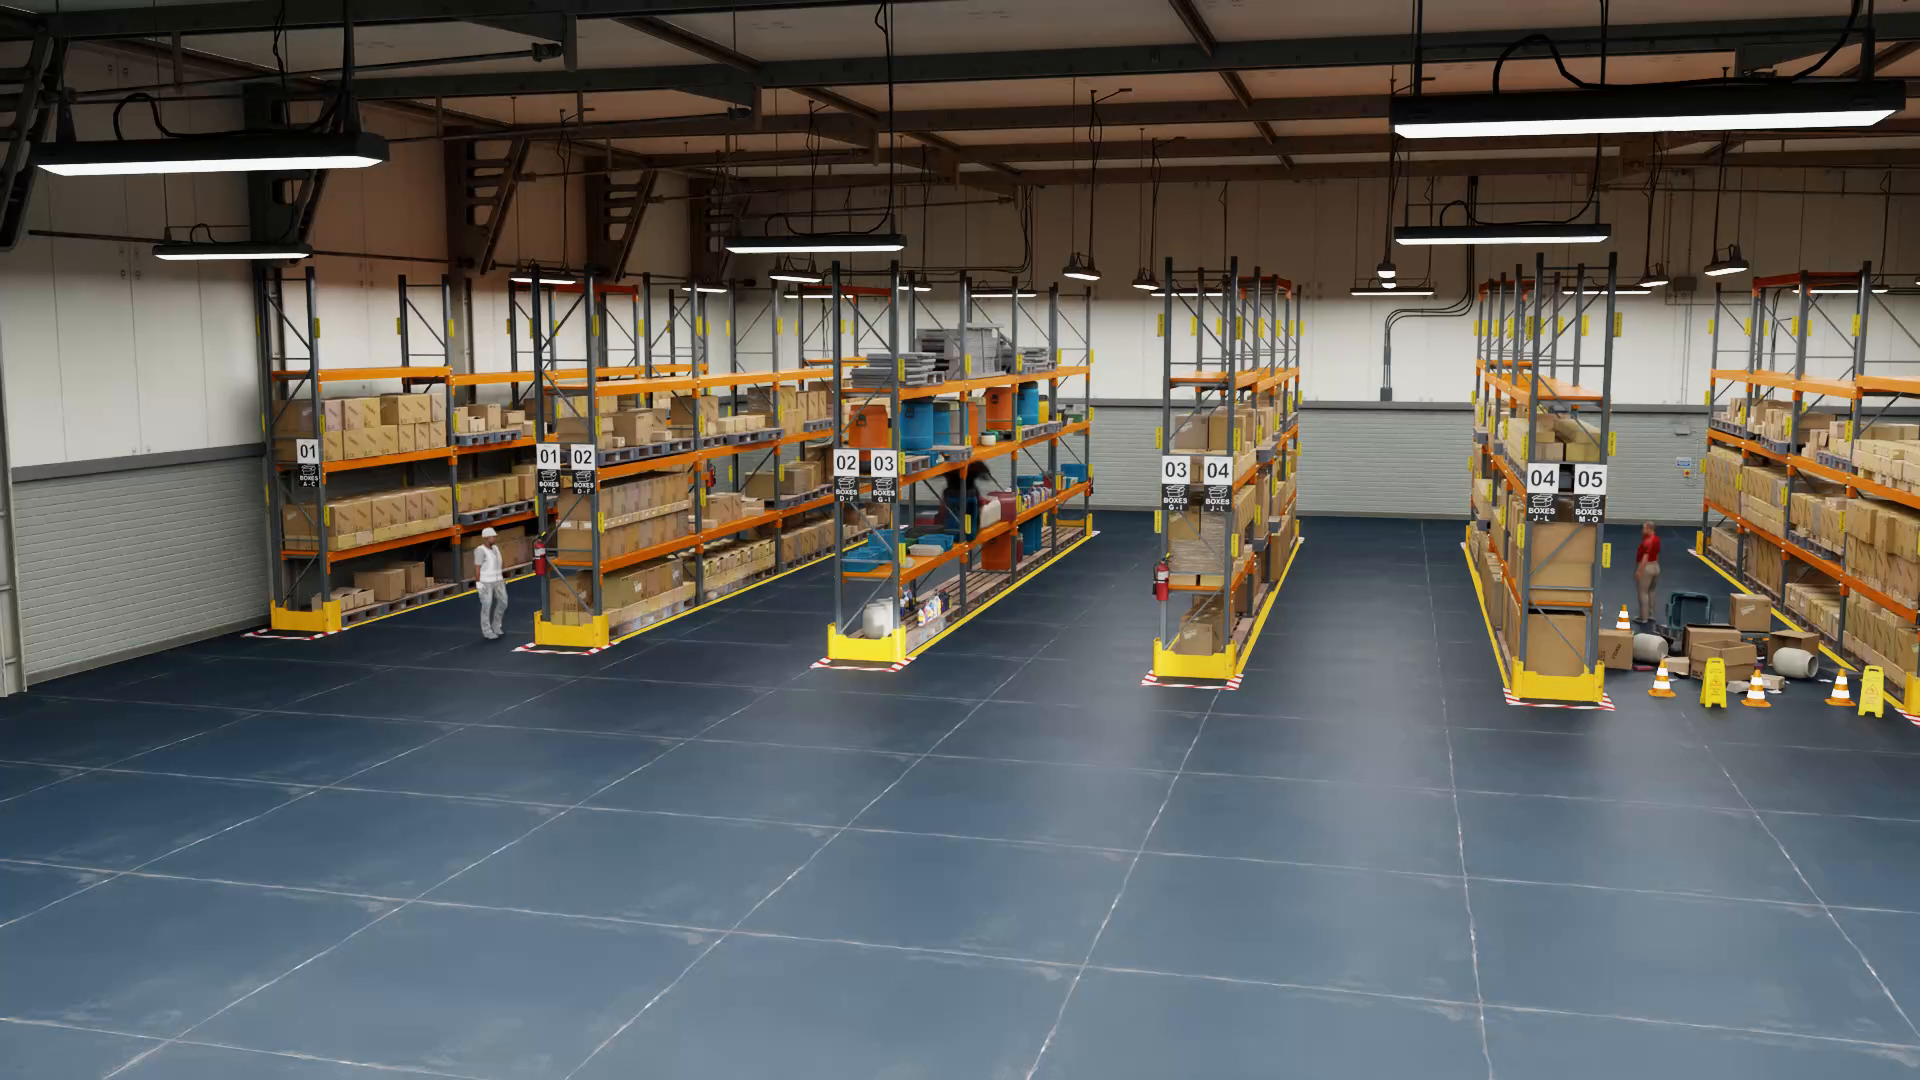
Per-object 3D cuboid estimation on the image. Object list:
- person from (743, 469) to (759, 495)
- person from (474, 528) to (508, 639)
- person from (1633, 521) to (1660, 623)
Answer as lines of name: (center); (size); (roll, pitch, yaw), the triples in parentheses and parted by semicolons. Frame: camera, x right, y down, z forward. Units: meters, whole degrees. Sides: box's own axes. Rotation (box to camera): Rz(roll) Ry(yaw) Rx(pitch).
person: (-4.791, -0.783, 38.665); (0.546, 1.747, 1.019); (2, 8, 17)
person: (-7.652, 0.695, 27.085); (0.489, 1.794, 0.618); (5, 9, 32)
person: (11.736, 0.539, 28.540); (0.581, 1.743, 0.471); (-5, 9, -36)
